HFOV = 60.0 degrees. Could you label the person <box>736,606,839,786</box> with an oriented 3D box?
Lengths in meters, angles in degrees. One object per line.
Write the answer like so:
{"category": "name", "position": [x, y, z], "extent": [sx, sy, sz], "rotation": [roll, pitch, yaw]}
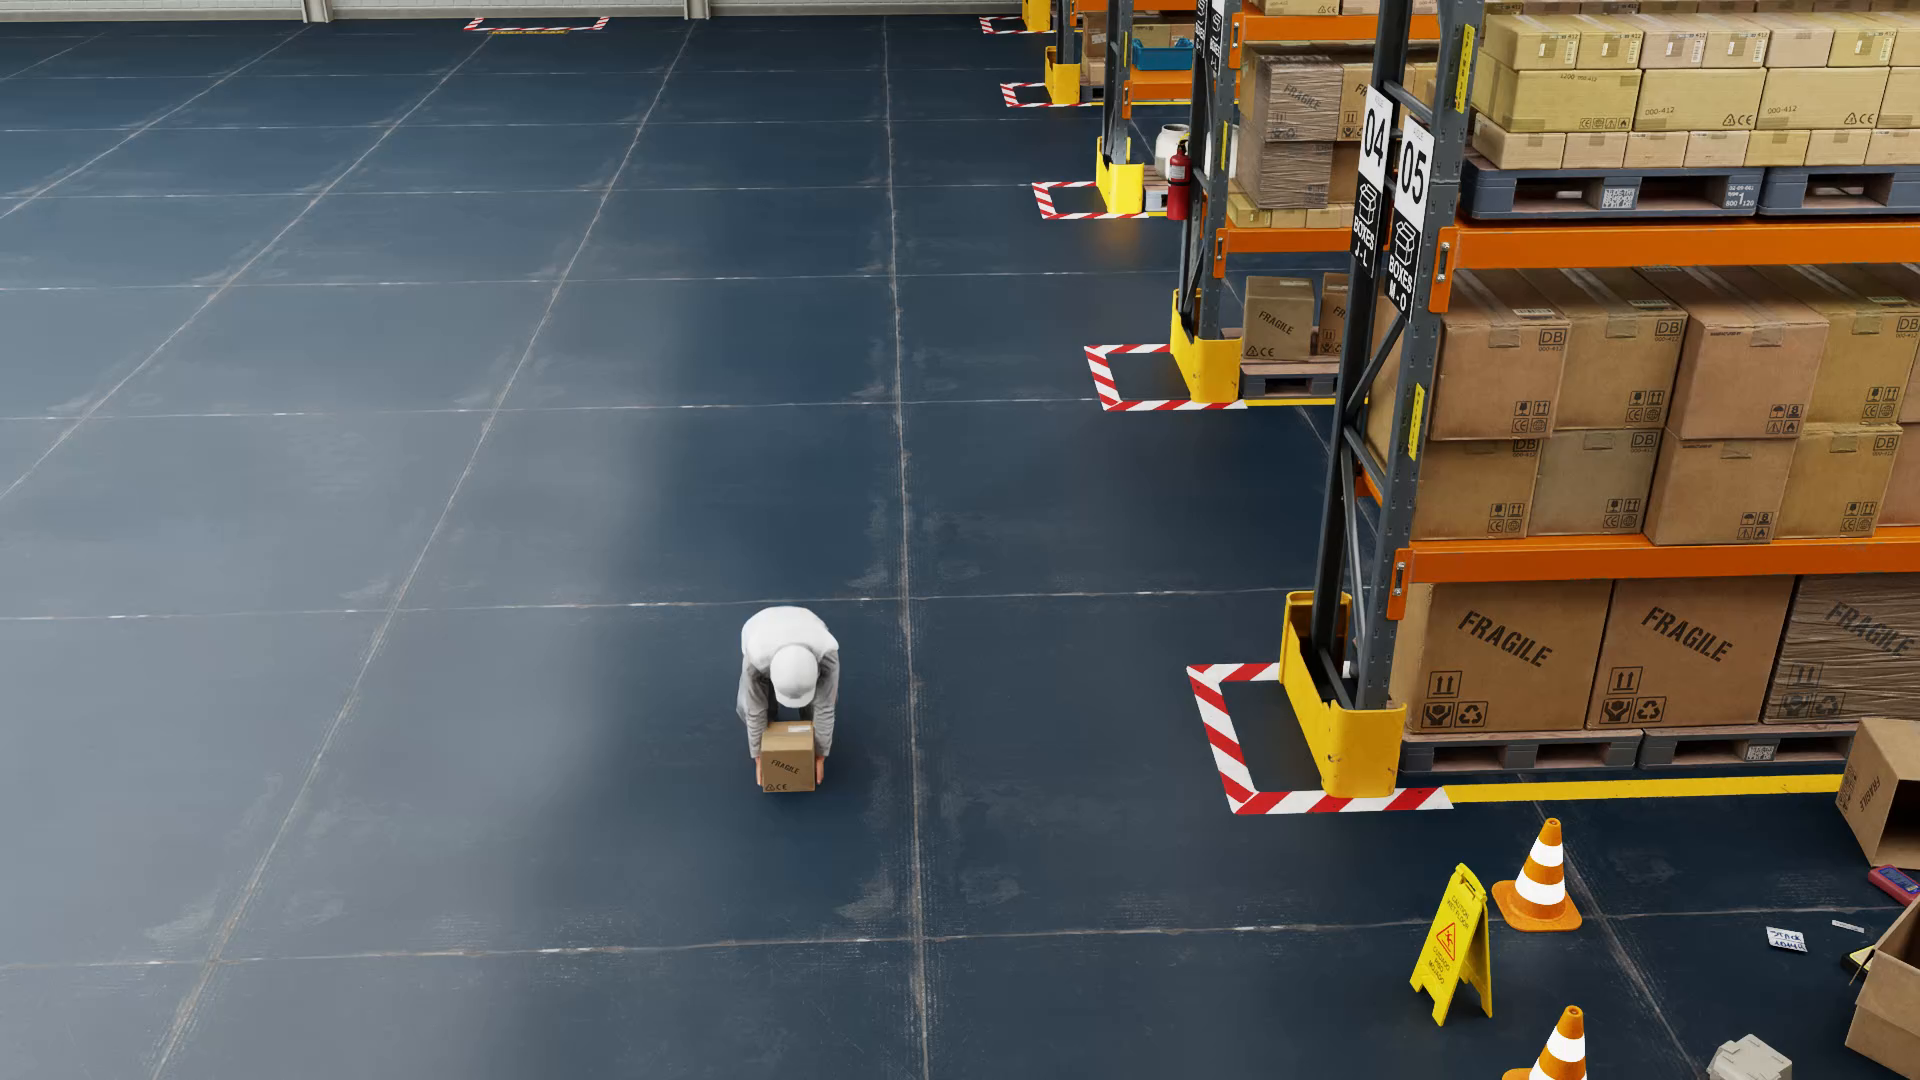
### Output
{"category": "person", "position": [-0.857, 0.745, 8.313], "extent": [0.521, 0.878, 0.952], "rotation": [-2, 27, -3]}
